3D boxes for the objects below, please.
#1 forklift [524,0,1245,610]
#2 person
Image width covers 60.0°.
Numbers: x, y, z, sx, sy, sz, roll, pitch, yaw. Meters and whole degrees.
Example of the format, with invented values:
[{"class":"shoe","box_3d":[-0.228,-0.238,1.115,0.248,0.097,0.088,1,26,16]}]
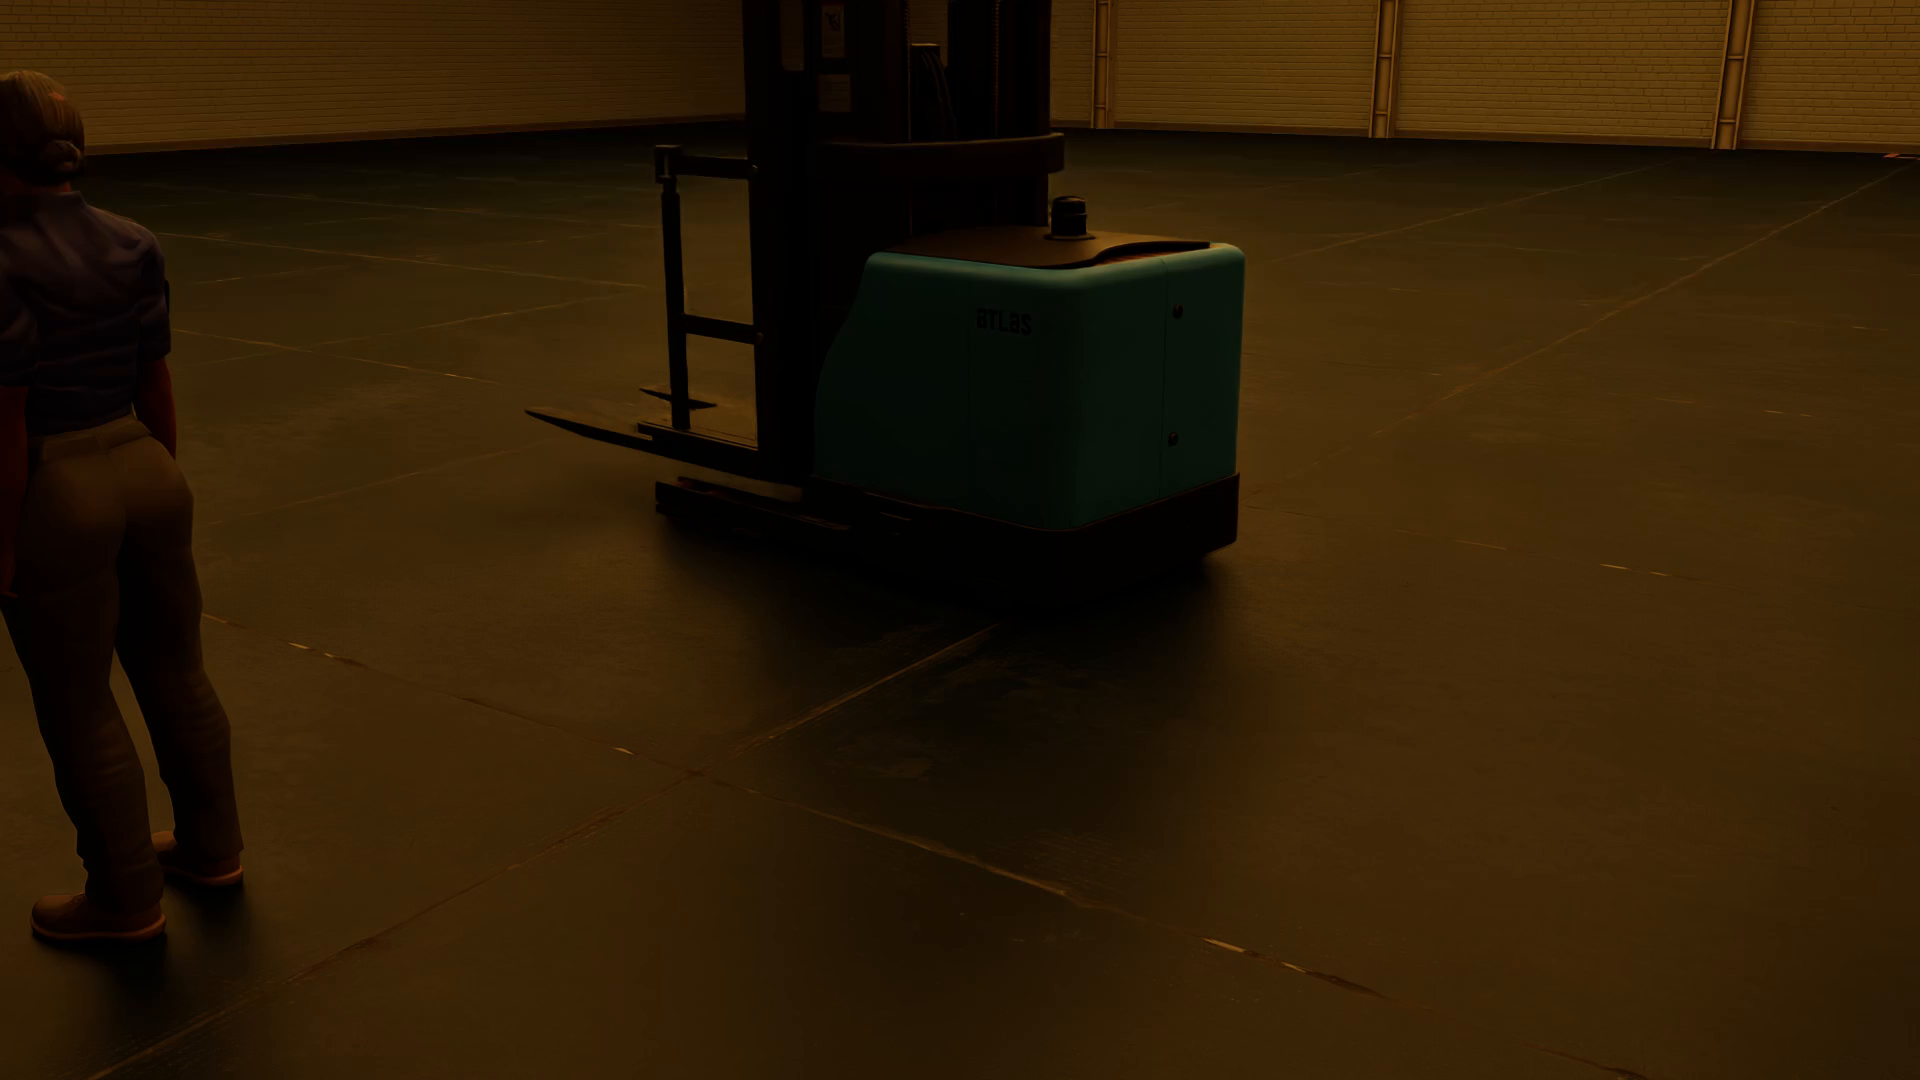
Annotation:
[{"class":"forklift","box_3d":[-0.487,-1.521,5.920,3.031,2.935,1.130,14,22,40]},{"class":"person","box_3d":[-1.684,-0.041,3.196,0.327,1.662,0.446,7,18,22]}]
